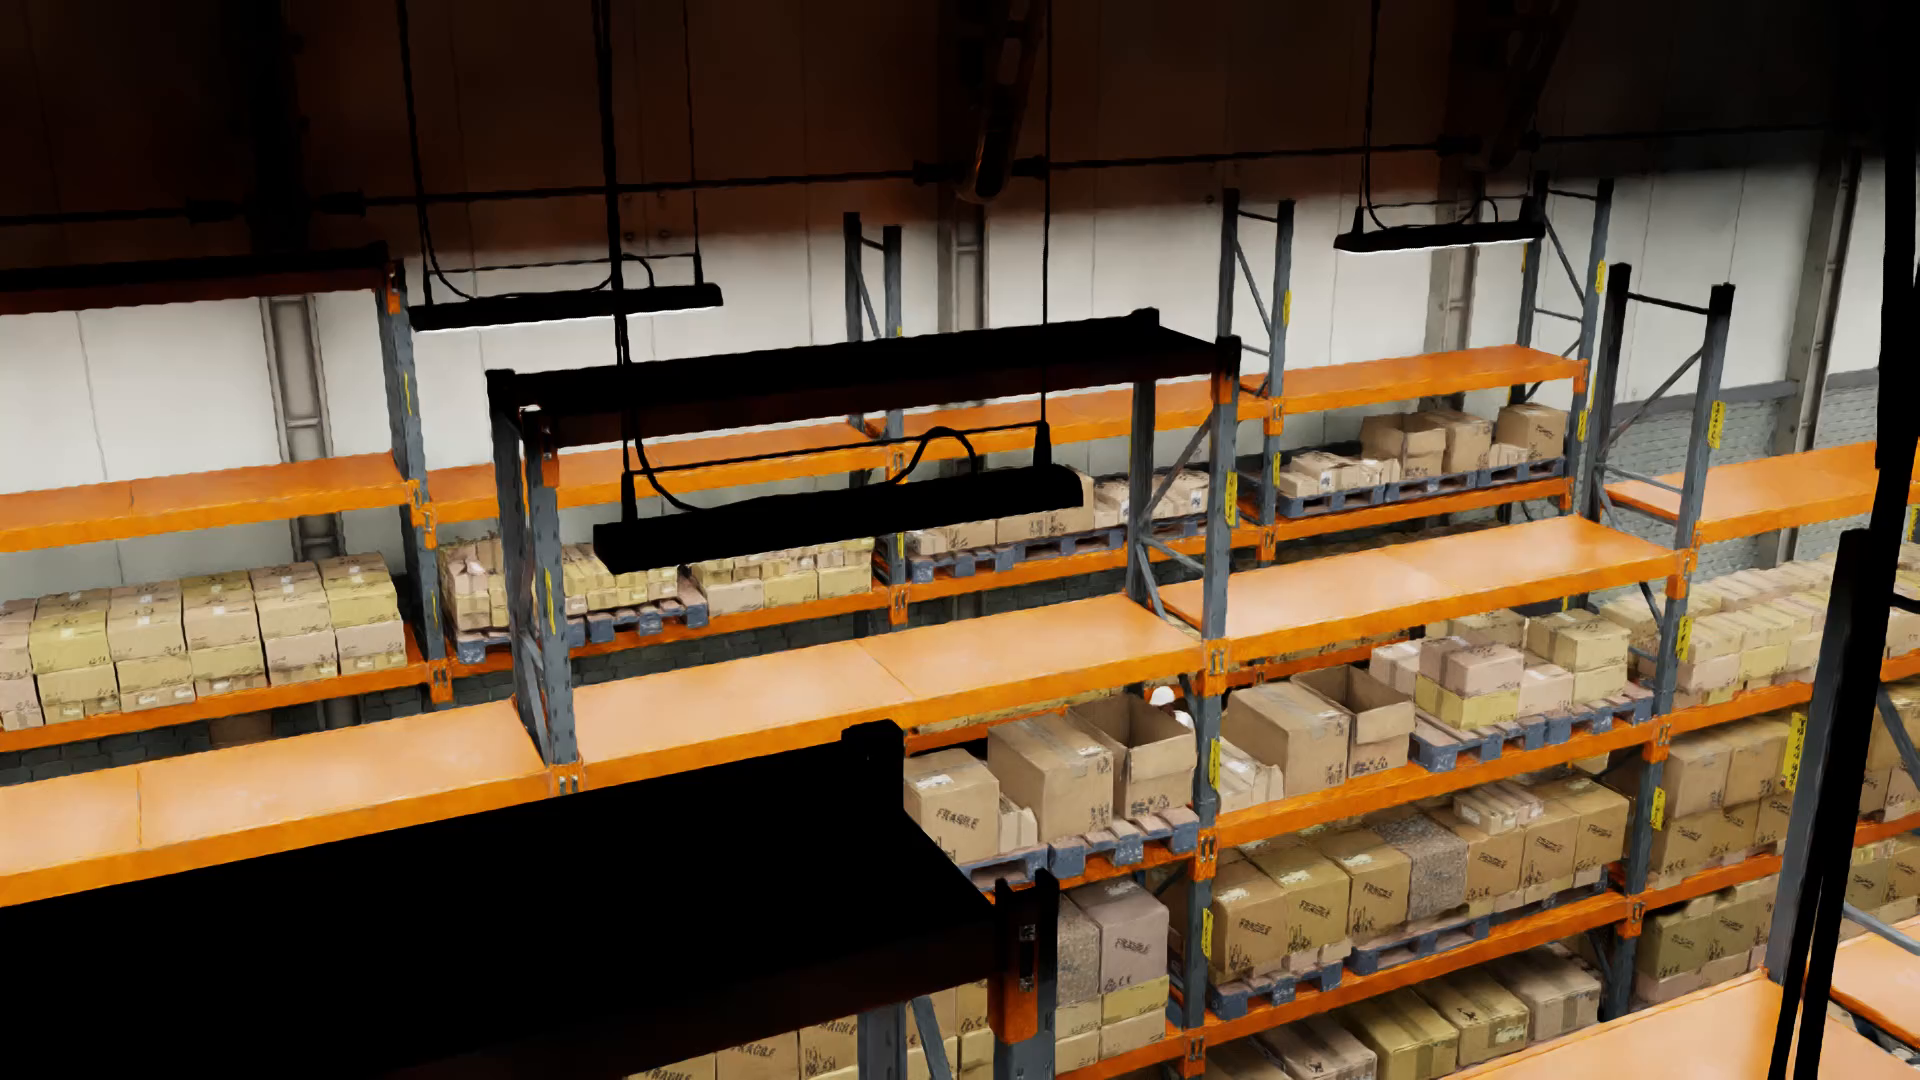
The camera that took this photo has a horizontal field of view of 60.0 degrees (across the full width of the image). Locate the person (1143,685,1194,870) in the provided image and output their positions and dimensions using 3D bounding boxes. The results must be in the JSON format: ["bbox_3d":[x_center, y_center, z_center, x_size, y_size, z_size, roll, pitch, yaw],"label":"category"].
[{"bbox_3d":[1.862,2.196,15.526,0.675,1.782,0.588,0,19,-1],"label":"person"}]
